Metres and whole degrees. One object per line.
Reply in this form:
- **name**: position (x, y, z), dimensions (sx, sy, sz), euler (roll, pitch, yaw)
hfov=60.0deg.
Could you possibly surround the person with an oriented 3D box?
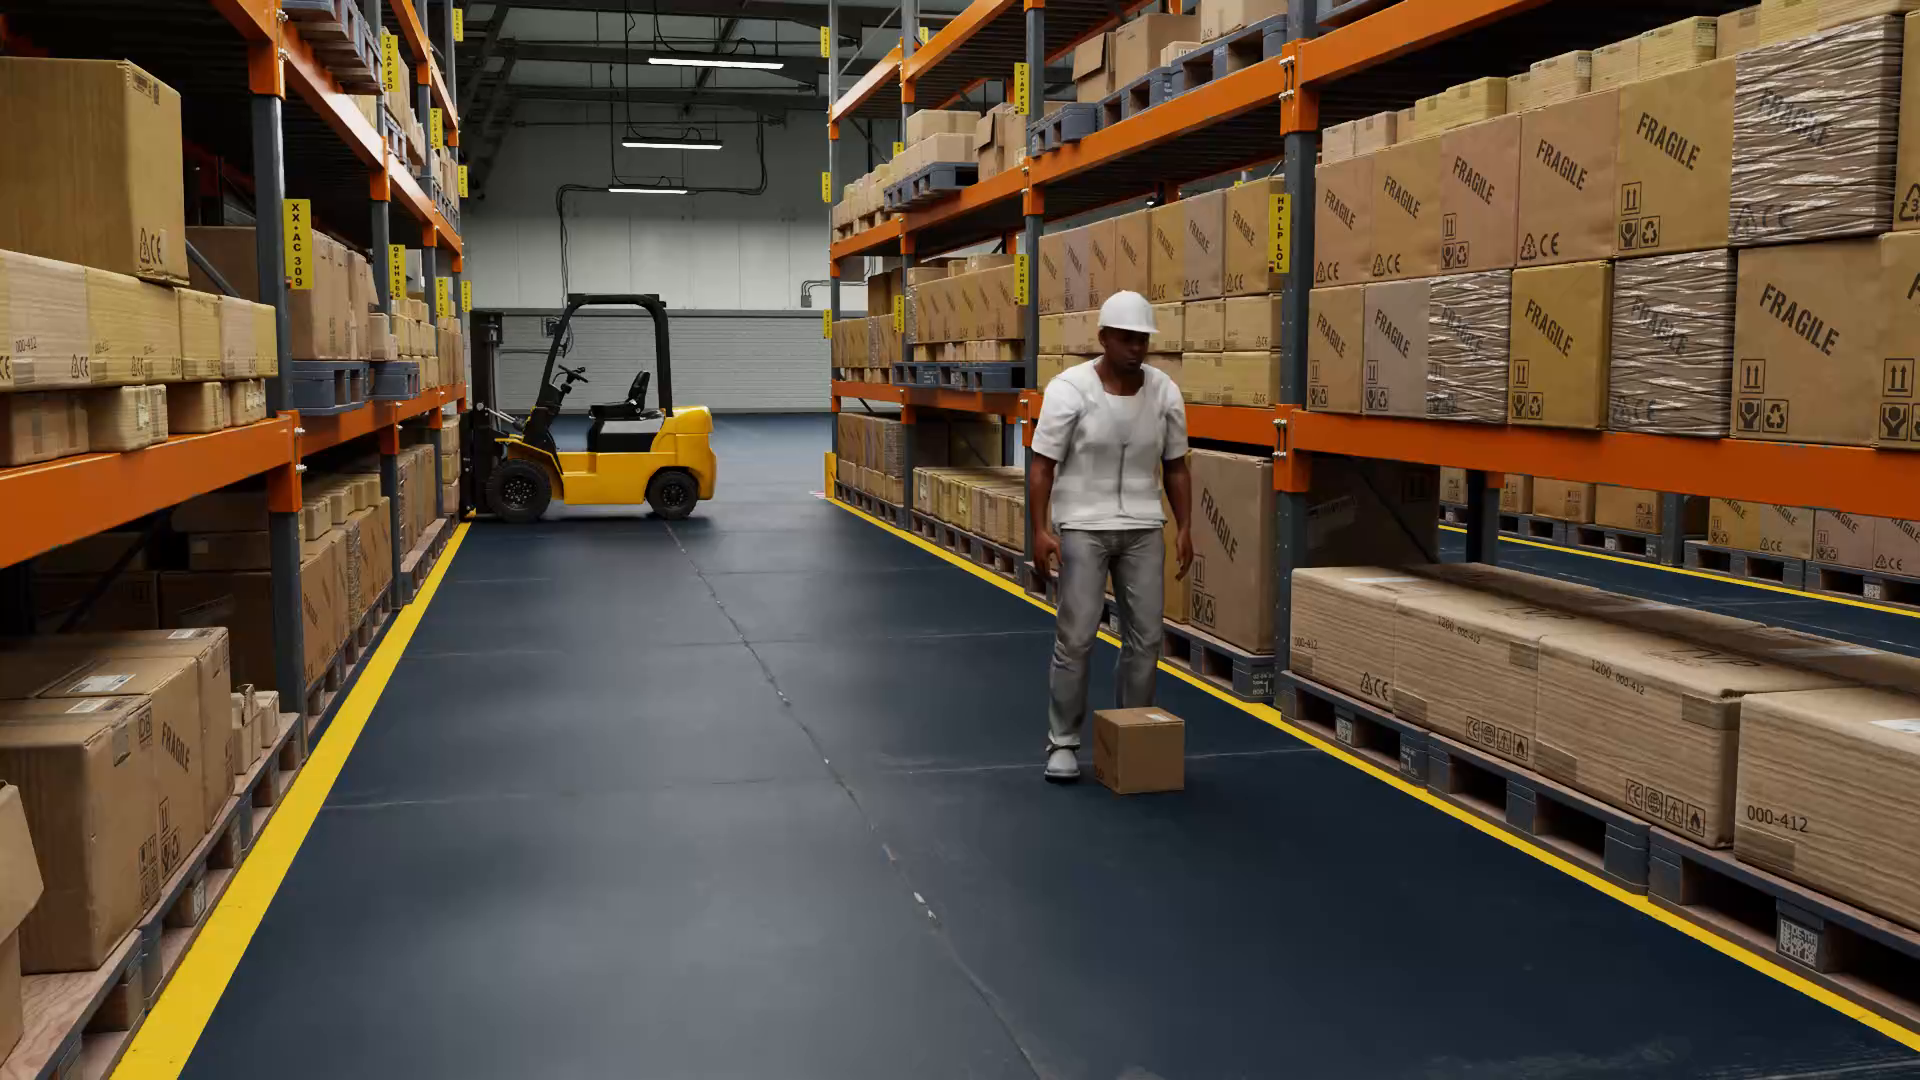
- **person**: position (0.560, -0.022, 6.073), dimensions (0.627, 1.761, 0.461), euler (-2, 6, -14)
